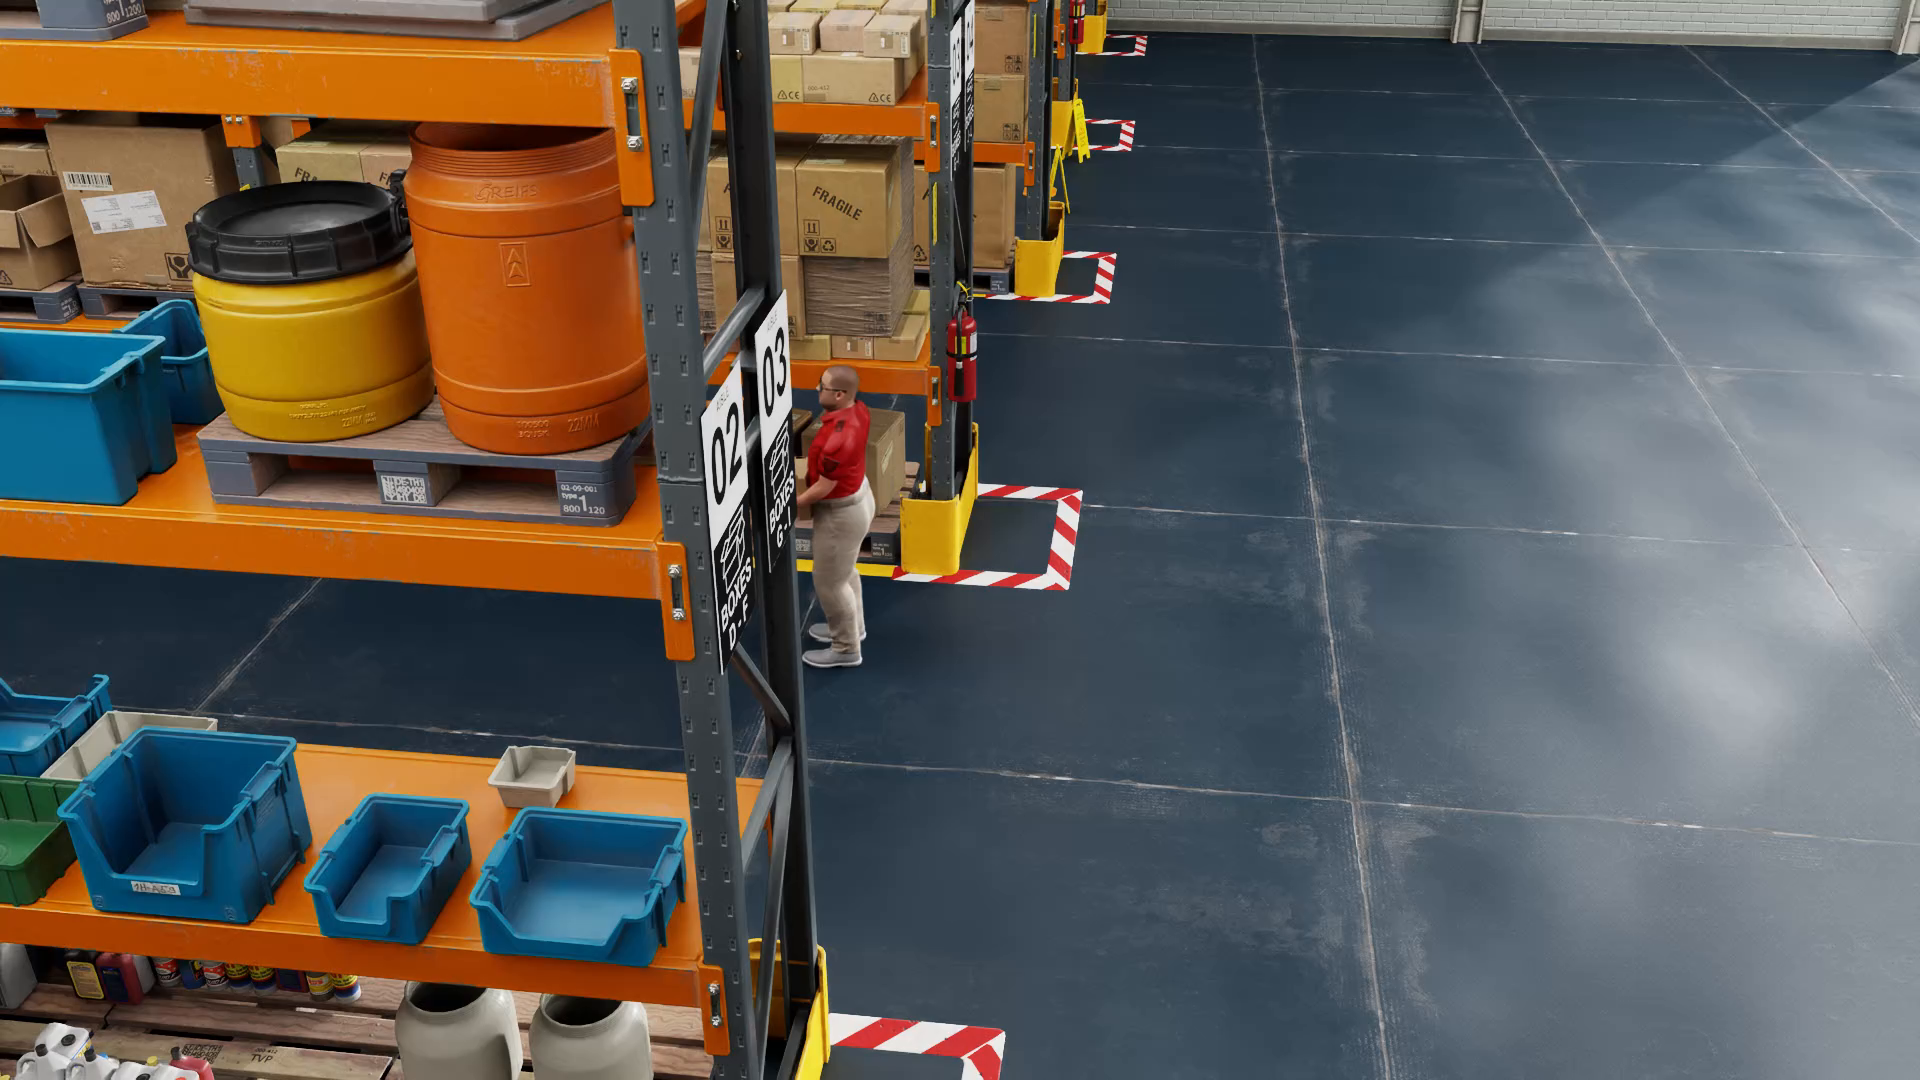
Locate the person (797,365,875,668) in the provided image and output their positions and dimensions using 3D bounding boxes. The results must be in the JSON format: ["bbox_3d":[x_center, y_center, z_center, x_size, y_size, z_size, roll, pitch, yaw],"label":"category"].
[{"bbox_3d":[-0.740,-0.140,8.902,0.513,1.722,0.514,3,28,6],"label":"person"}]
